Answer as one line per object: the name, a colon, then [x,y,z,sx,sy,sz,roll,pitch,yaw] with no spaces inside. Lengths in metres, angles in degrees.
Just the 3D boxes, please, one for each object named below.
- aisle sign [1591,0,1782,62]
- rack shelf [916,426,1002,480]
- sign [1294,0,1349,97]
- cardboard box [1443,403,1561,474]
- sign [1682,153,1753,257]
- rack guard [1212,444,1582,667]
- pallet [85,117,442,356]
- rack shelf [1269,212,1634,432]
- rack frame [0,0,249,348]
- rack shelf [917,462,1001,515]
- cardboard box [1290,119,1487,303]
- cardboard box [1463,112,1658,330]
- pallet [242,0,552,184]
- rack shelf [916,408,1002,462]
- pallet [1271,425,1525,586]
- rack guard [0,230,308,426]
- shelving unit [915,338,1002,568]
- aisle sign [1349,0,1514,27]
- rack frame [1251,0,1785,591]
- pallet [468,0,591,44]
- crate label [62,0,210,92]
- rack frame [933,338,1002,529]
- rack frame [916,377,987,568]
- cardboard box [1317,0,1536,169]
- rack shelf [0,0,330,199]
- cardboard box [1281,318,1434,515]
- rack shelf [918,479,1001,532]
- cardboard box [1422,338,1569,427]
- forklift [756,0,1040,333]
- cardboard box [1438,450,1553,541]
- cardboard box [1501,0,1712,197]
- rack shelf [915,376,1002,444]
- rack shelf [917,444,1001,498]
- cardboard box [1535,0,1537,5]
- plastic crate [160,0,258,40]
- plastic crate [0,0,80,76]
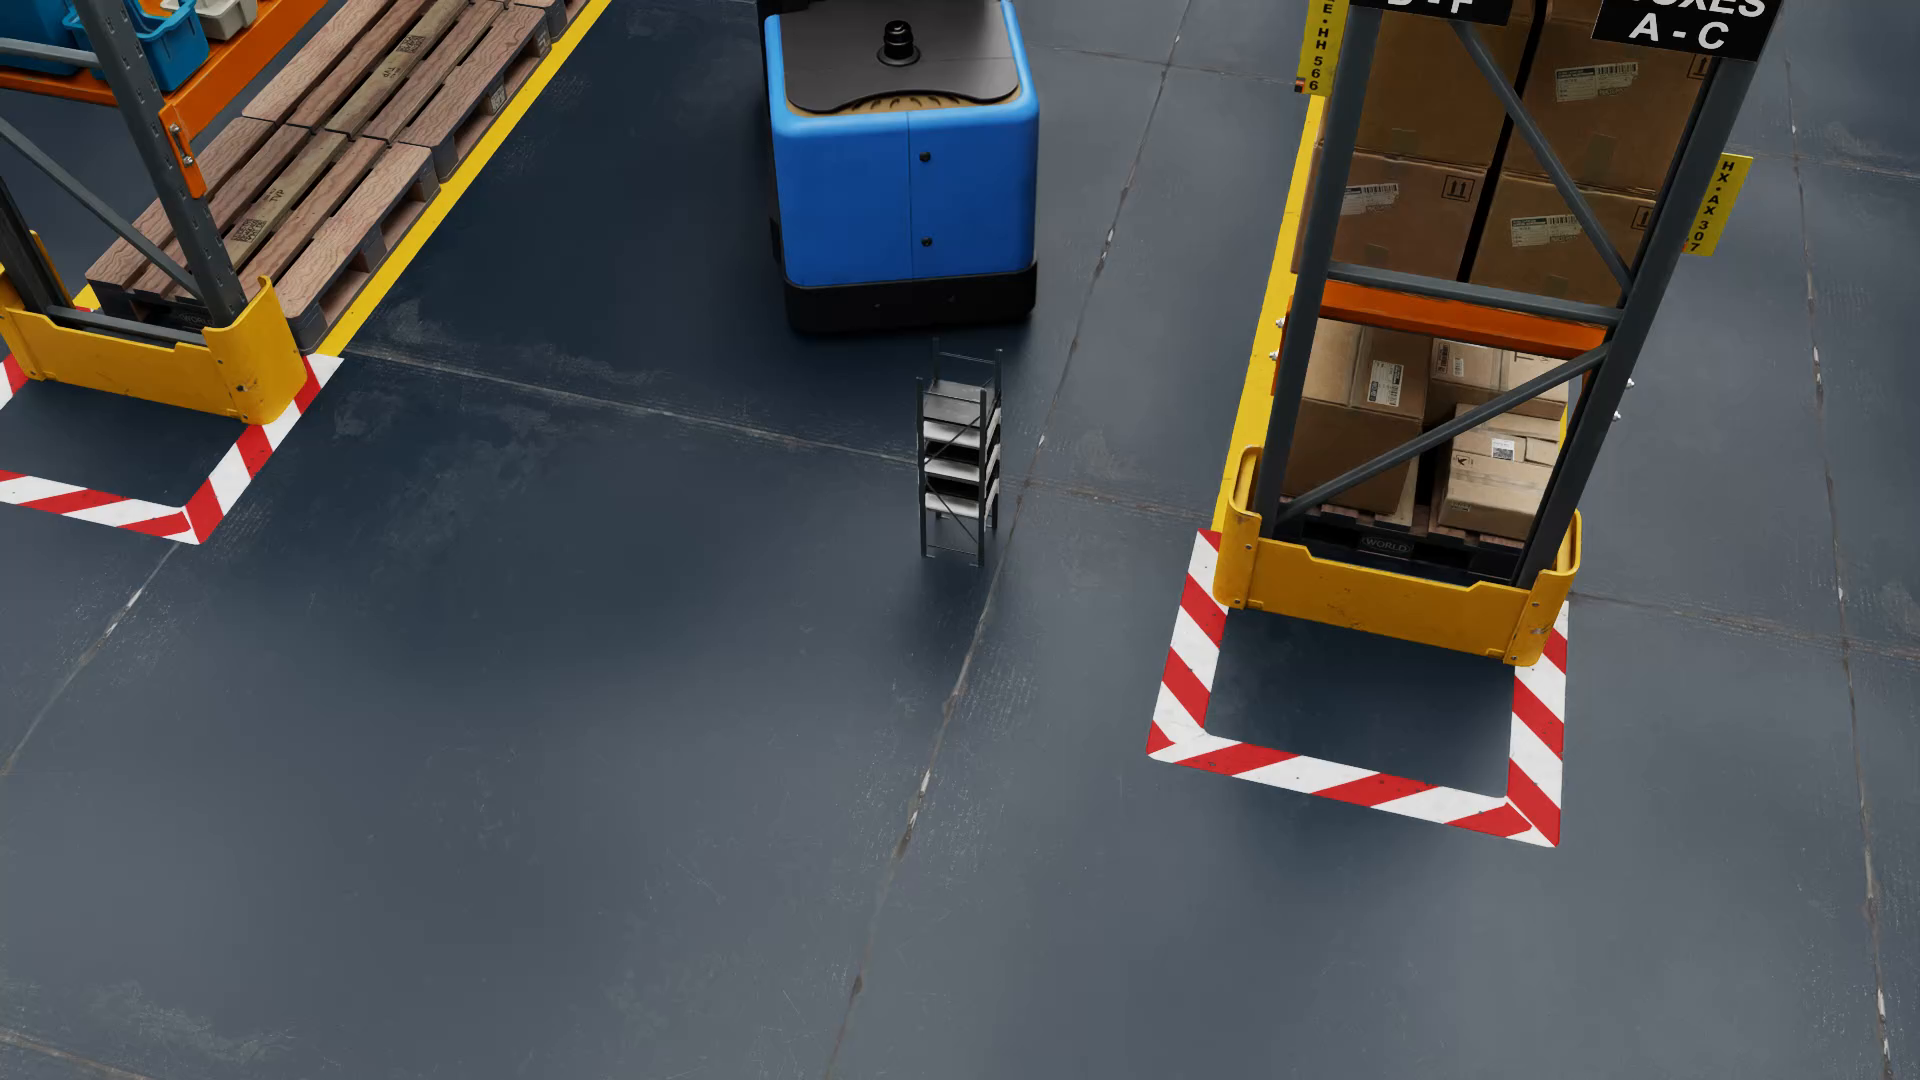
aisle sign: [1.762,-1.471,3.814,0.394,0.787,0.004,12,50,10]
rack shelf: [-0.002,-0.329,5.865,0.258,0.077,0.200,12,50,10]
sign: [0.967,-1.330,4.440,0.100,0.325,0.005,12,50,10]
cardboard box: [2.004,-0.342,6.148,0.380,0.166,0.250,12,50,10]
sign: [2.020,-0.898,4.465,0.100,0.325,0.005,12,50,10]
rack guard: [1.517,0.054,5.869,1.175,0.500,0.348,12,50,10]
pallet: [-3.026,-1.365,7.314,1.003,0.211,1.213,12,50,10]
rack shelf: [2.023,-1.927,6.430,1.077,0.370,4.000,12,50,10]
rack frame: [-3.281,-1.699,5.749,1.000,3.000,0.127,12,50,10]
rack shelf: [-0.002,-0.210,6.000,0.258,0.077,0.200,12,50,10]
cardboard box: [1.352,-1.129,5.179,0.500,0.500,0.500,13,50,11]
cardboard box: [1.868,-1.021,5.083,0.500,0.500,0.500,13,50,11]
pallet: [-2.703,-2.245,8.090,1.003,0.211,1.213,12,50,10]
rack shelf: [-0.002,-0.389,5.797,0.258,0.077,0.200,12,50,10]
pallet: [1.726,-0.428,6.487,1.003,0.211,1.213,12,50,10]
rack guard: [-3.275,-0.852,6.668,1.175,0.500,0.348,12,50,10]
shelving unit: [-0.002,-0.292,5.907,0.258,0.900,0.210,12,50,10]
aisle sign: [1.183,-1.590,3.919,0.394,0.787,0.004,12,50,10]
rack frame: [1.497,-0.719,4.884,1.000,3.000,0.127,12,50,10]
pallet: [-2.384,-3.130,8.871,1.003,0.211,1.213,12,50,10]
crate label: [-2.898,-1.777,5.889,0.416,0.233,0.303,12,50,10]
rack frame: [0.025,-0.365,5.972,0.240,0.900,0.006,12,50,10]
rack frame: [-0.029,-0.218,5.843,0.240,0.900,0.006,12,50,10]
cardboard box: [1.349,-1.459,4.803,0.500,0.500,0.500,11,50,10]
rack shelf: [-2.755,-2.907,7.295,1.077,0.370,4.000,12,50,10]
cardboard box: [1.402,-0.479,6.046,0.500,0.500,0.500,12,50,10]
rack shelf: [-0.002,-0.151,6.067,0.258,0.077,0.200,12,50,10]
cardboard box: [2.045,-0.653,6.366,0.500,0.250,0.500,12,50,10]
forklift: [-0.366,-2.945,6.895,1.130,2.935,3.031,-5,49,-4]
cardboard box: [1.939,-0.156,5.995,0.380,0.149,0.250,12,50,10]
cardboard box: [1.868,-1.351,4.709,0.500,0.500,0.500,13,50,11]
rack shelf: [-0.002,-0.449,5.730,0.258,0.077,0.200,12,50,10]
rack shelf: [-0.002,-0.270,5.932,0.258,0.077,0.200,12,50,10]
cardboard box: [1.998,-1.731,5.044,0.500,0.500,0.500,12,50,10]
plastic crate: [-2.734,-1.961,6.116,0.250,0.136,0.298,12,50,10]
plastic crate: [-3.373,-2.009,5.959,0.616,0.435,0.499,12,50,10]
